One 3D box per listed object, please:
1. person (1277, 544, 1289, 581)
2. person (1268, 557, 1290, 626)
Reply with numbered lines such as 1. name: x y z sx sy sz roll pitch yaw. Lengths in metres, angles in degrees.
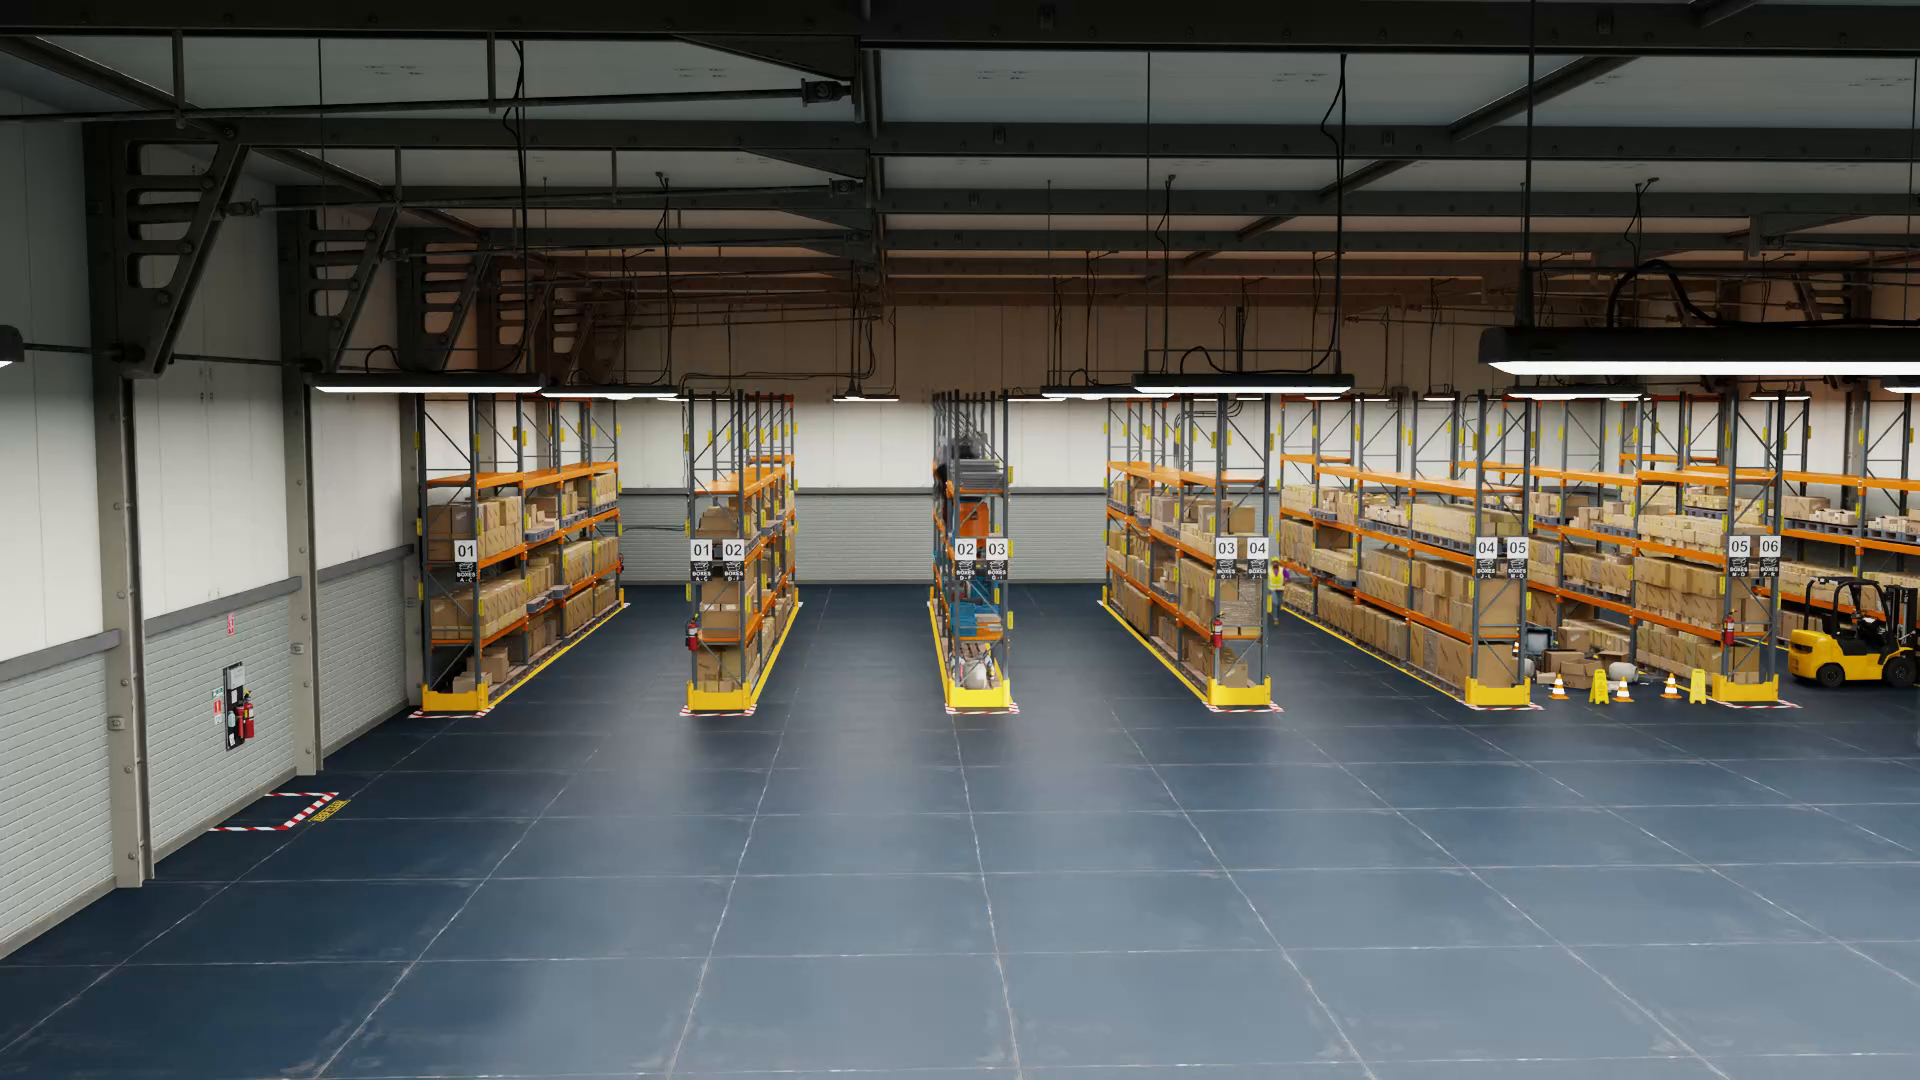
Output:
1. person: 9.528 0.900 48.905 0.801 1.785 0.706 0 5 6
2. person: 8.251 1.318 43.354 0.689 1.767 0.852 0 5 3
